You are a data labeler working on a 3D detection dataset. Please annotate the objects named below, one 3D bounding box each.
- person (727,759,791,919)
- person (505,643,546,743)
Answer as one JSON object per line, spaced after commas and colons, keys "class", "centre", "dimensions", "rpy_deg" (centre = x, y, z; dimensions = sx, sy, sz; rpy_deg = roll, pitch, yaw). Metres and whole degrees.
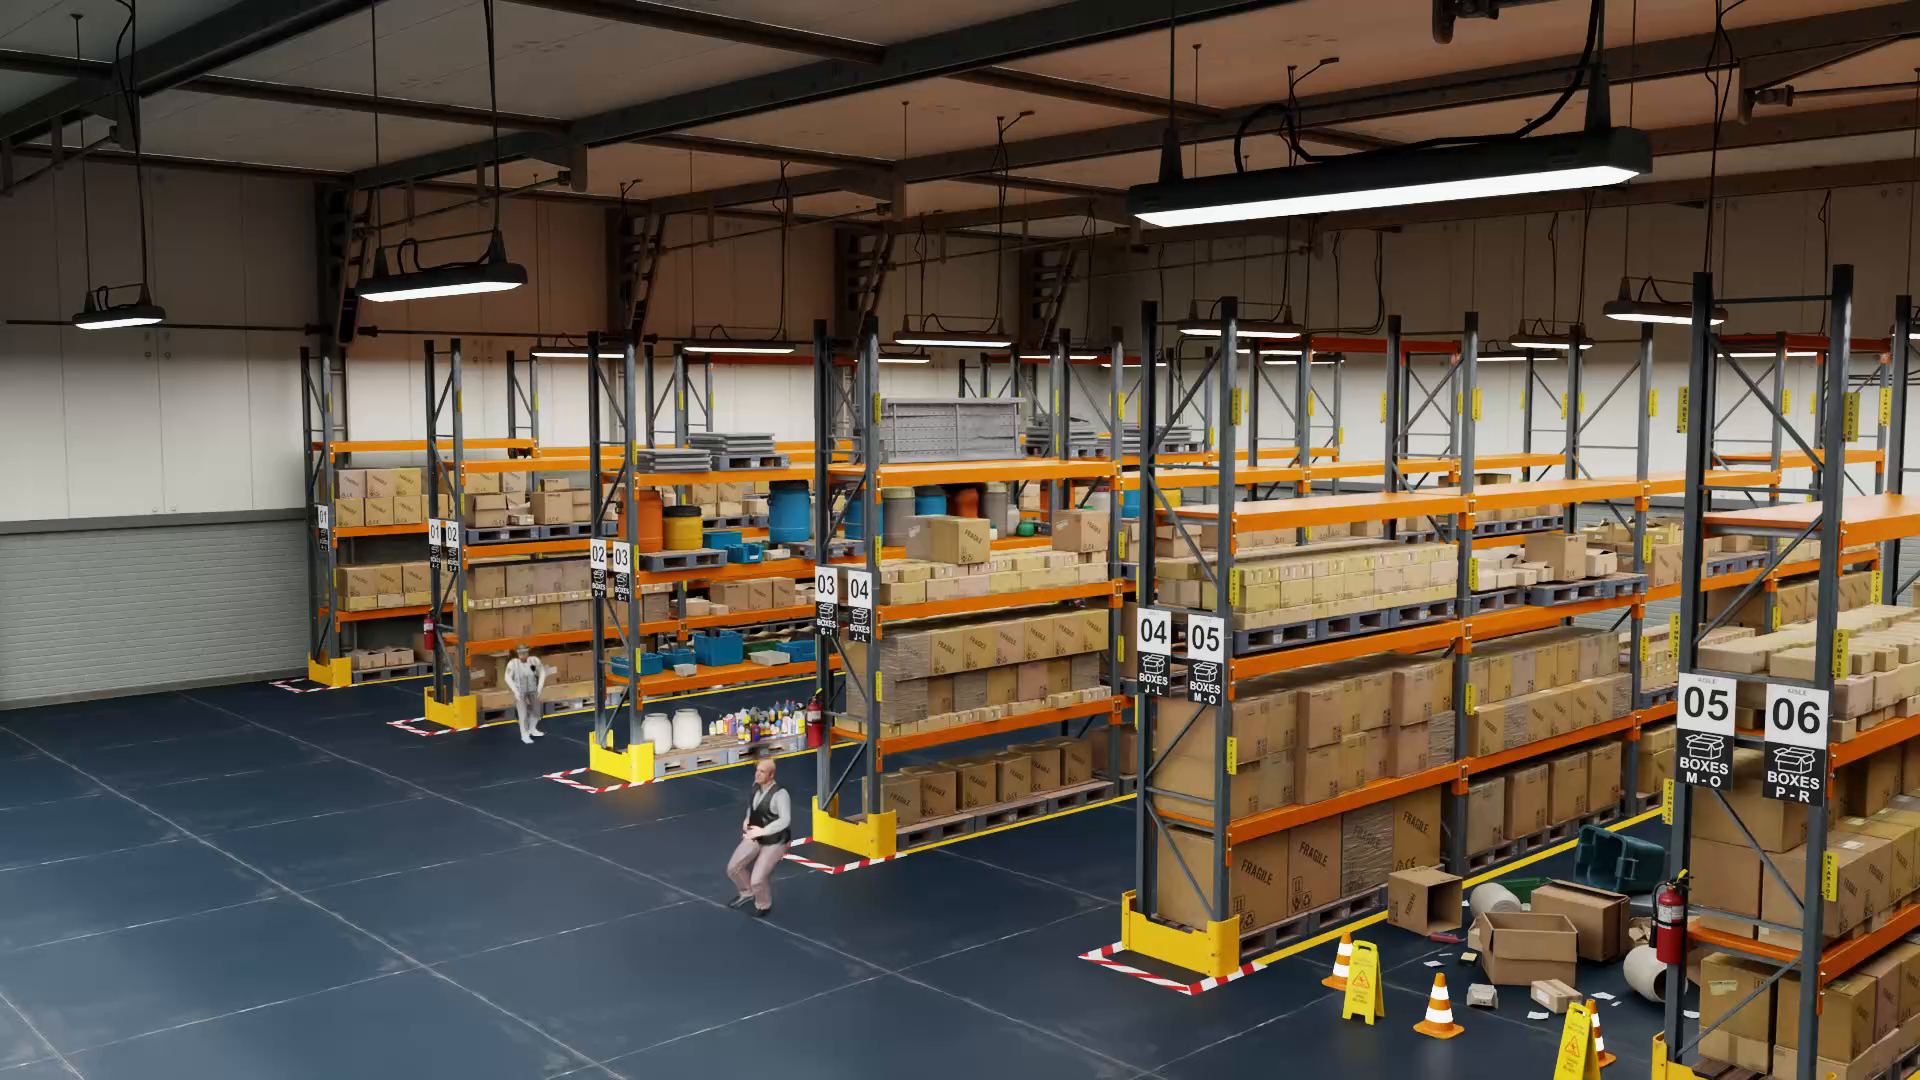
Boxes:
{"class": "person", "centre": [-1.984, 2.948, 16.277], "dimensions": [0.840, 1.651, 0.621], "rpy_deg": [4, 6, 35]}
{"class": "person", "centre": [-6.433, 2.245, 24.631], "dimensions": [0.626, 1.526, 0.819], "rpy_deg": [-3, 6, -29]}
